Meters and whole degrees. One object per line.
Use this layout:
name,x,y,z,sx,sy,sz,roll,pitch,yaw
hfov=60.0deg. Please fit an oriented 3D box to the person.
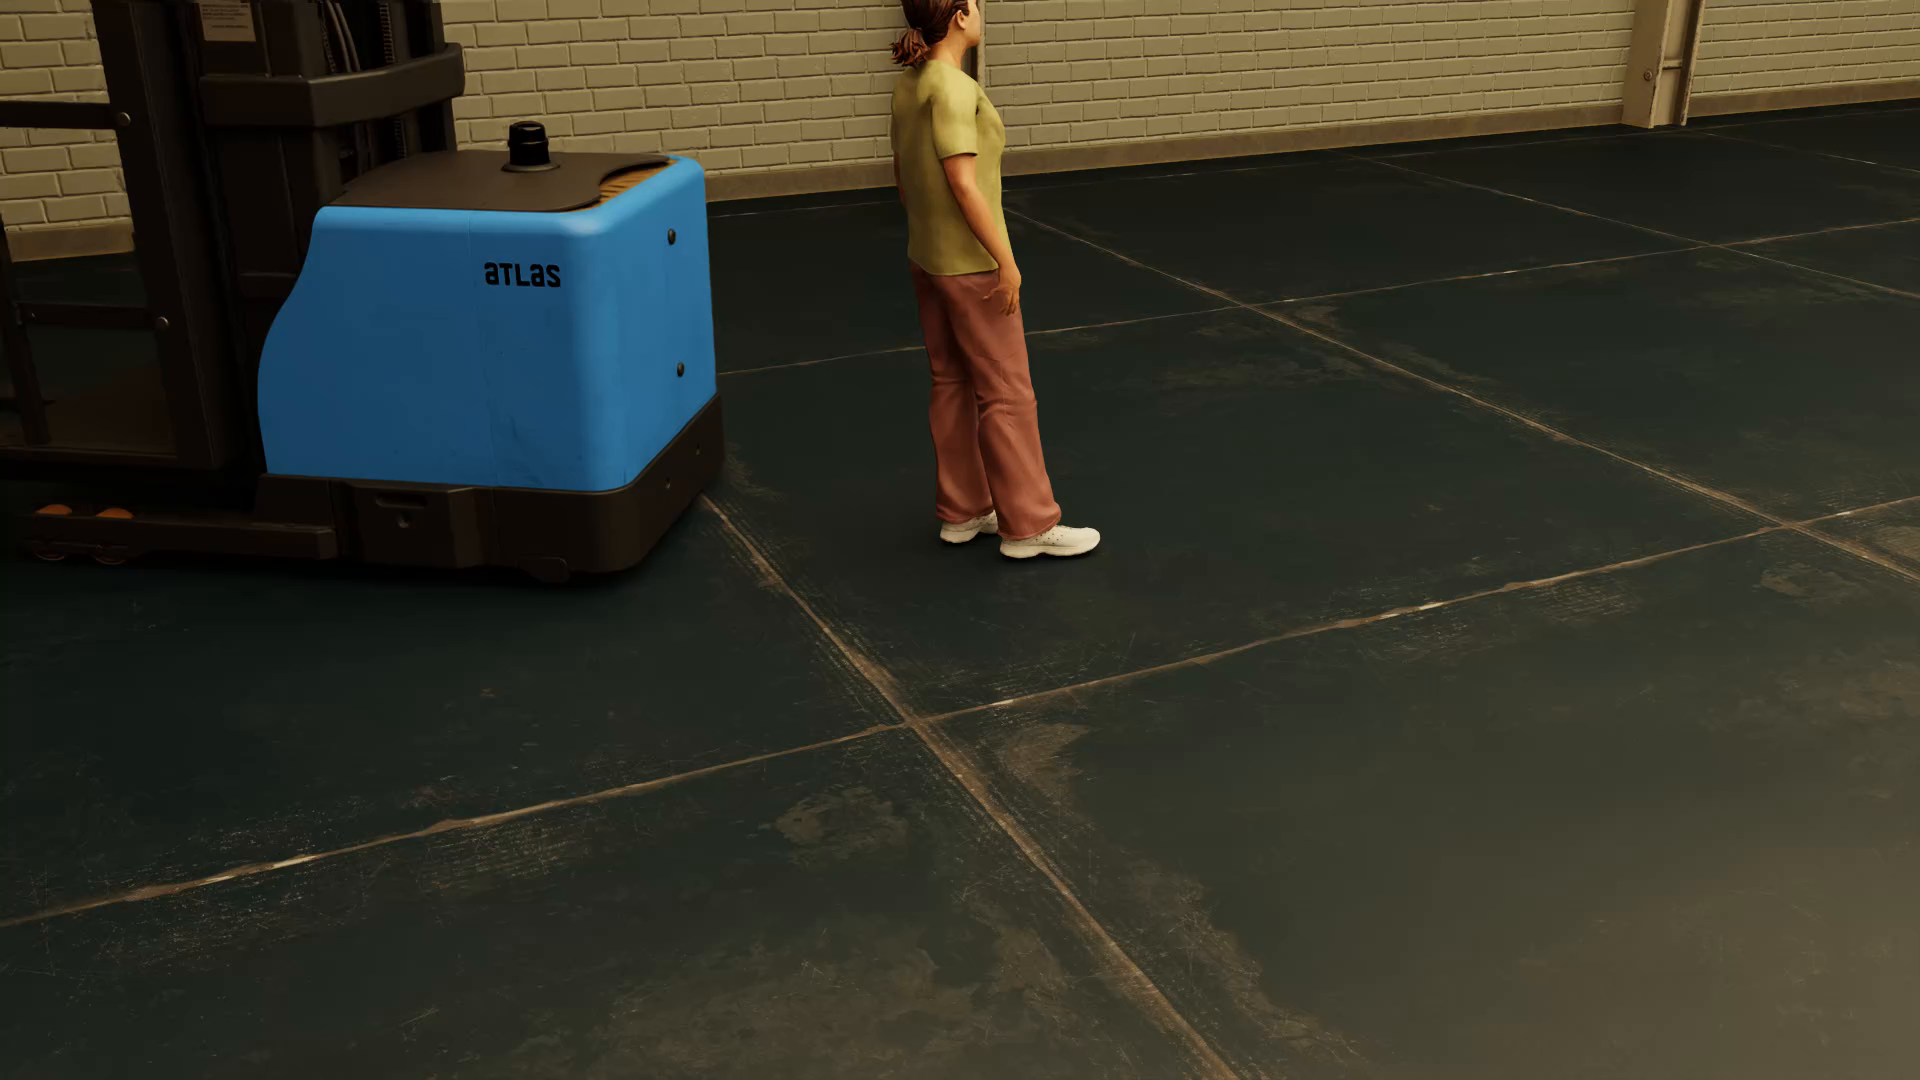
person,0.072,-0.789,4.801,0.548,1.674,0.552,-10,25,-23

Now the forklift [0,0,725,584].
forklift,-2.347,-1.475,4.837,3.031,2.935,1.130,3,23,8
